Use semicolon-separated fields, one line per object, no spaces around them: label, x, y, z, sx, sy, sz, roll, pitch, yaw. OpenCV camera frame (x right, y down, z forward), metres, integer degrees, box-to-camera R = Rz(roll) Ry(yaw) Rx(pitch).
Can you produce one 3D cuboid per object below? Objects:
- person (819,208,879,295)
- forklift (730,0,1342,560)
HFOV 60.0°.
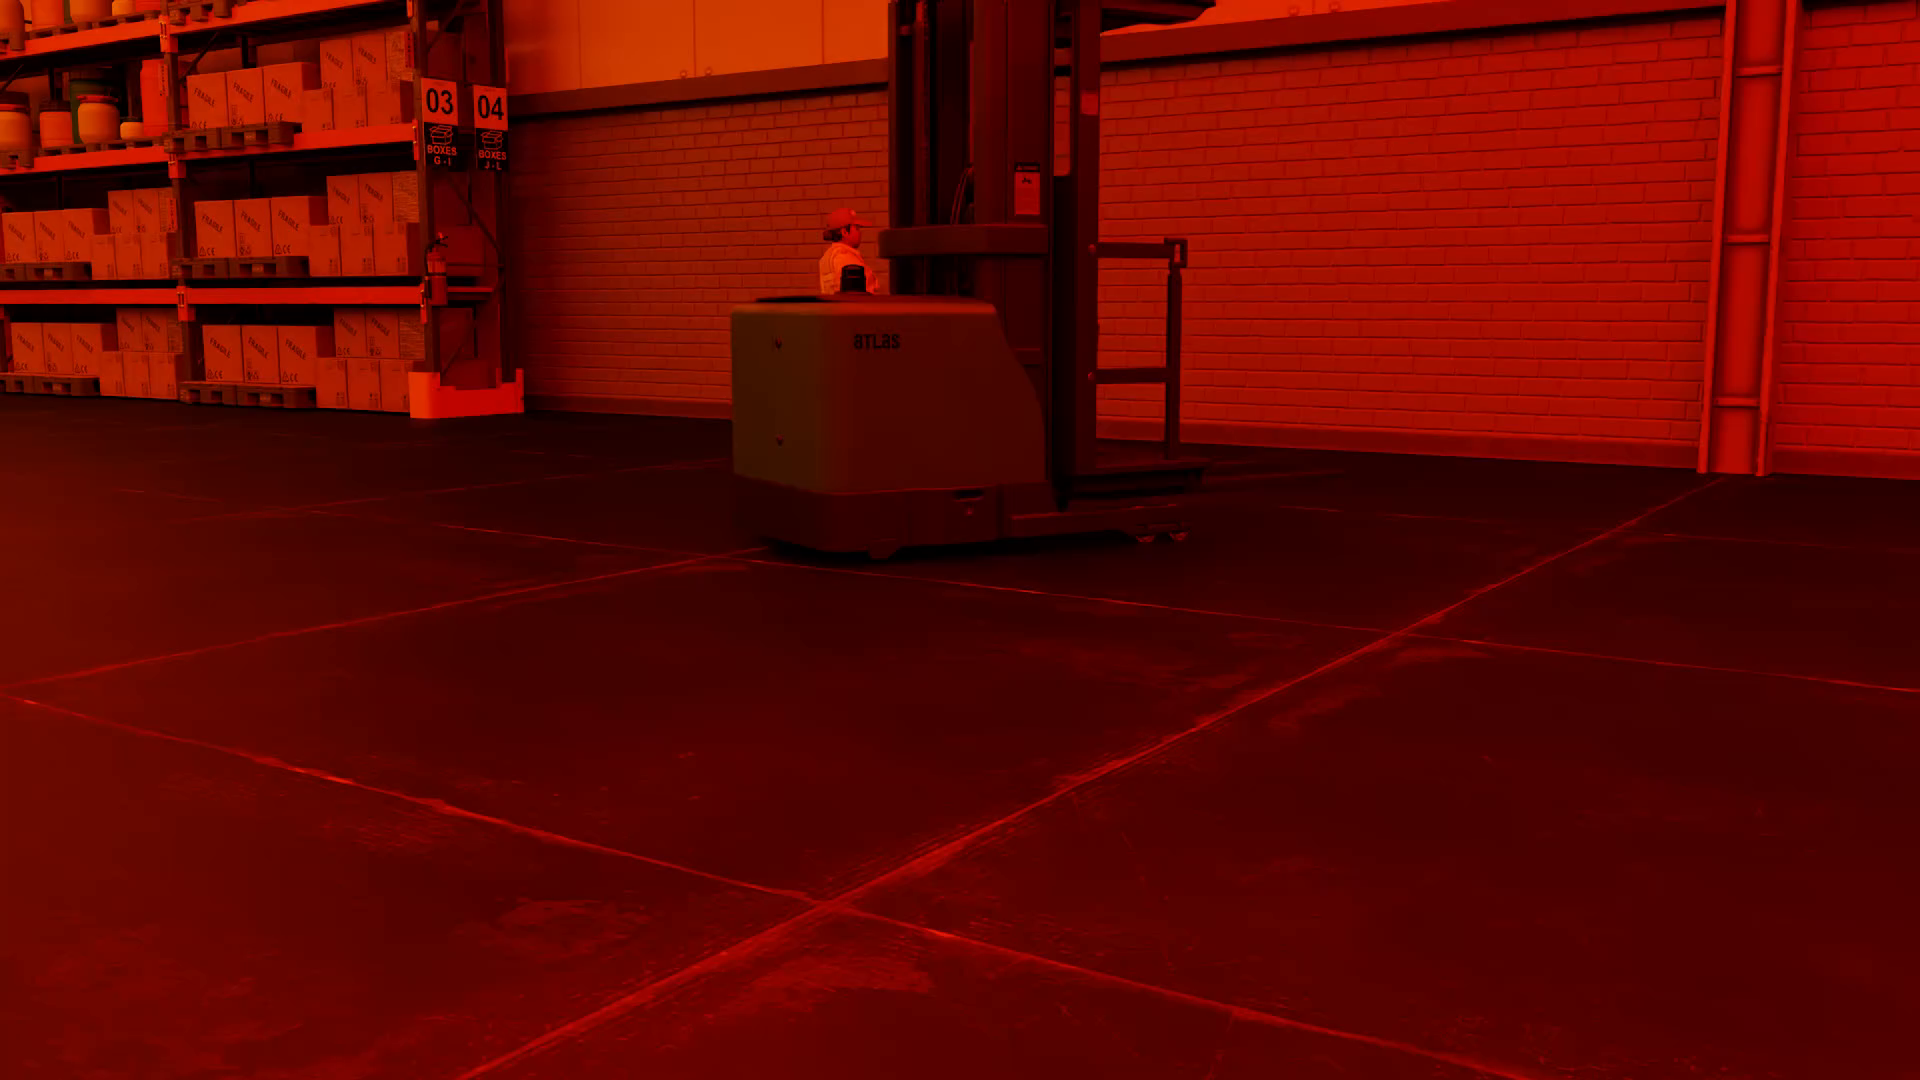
person;-0.700;-1.244;10.470;0.394;1.668;0.484;-3;9;-23
forklift;0.482;-1.500;7.739;3.031;2.935;1.130;-5;10;-32
